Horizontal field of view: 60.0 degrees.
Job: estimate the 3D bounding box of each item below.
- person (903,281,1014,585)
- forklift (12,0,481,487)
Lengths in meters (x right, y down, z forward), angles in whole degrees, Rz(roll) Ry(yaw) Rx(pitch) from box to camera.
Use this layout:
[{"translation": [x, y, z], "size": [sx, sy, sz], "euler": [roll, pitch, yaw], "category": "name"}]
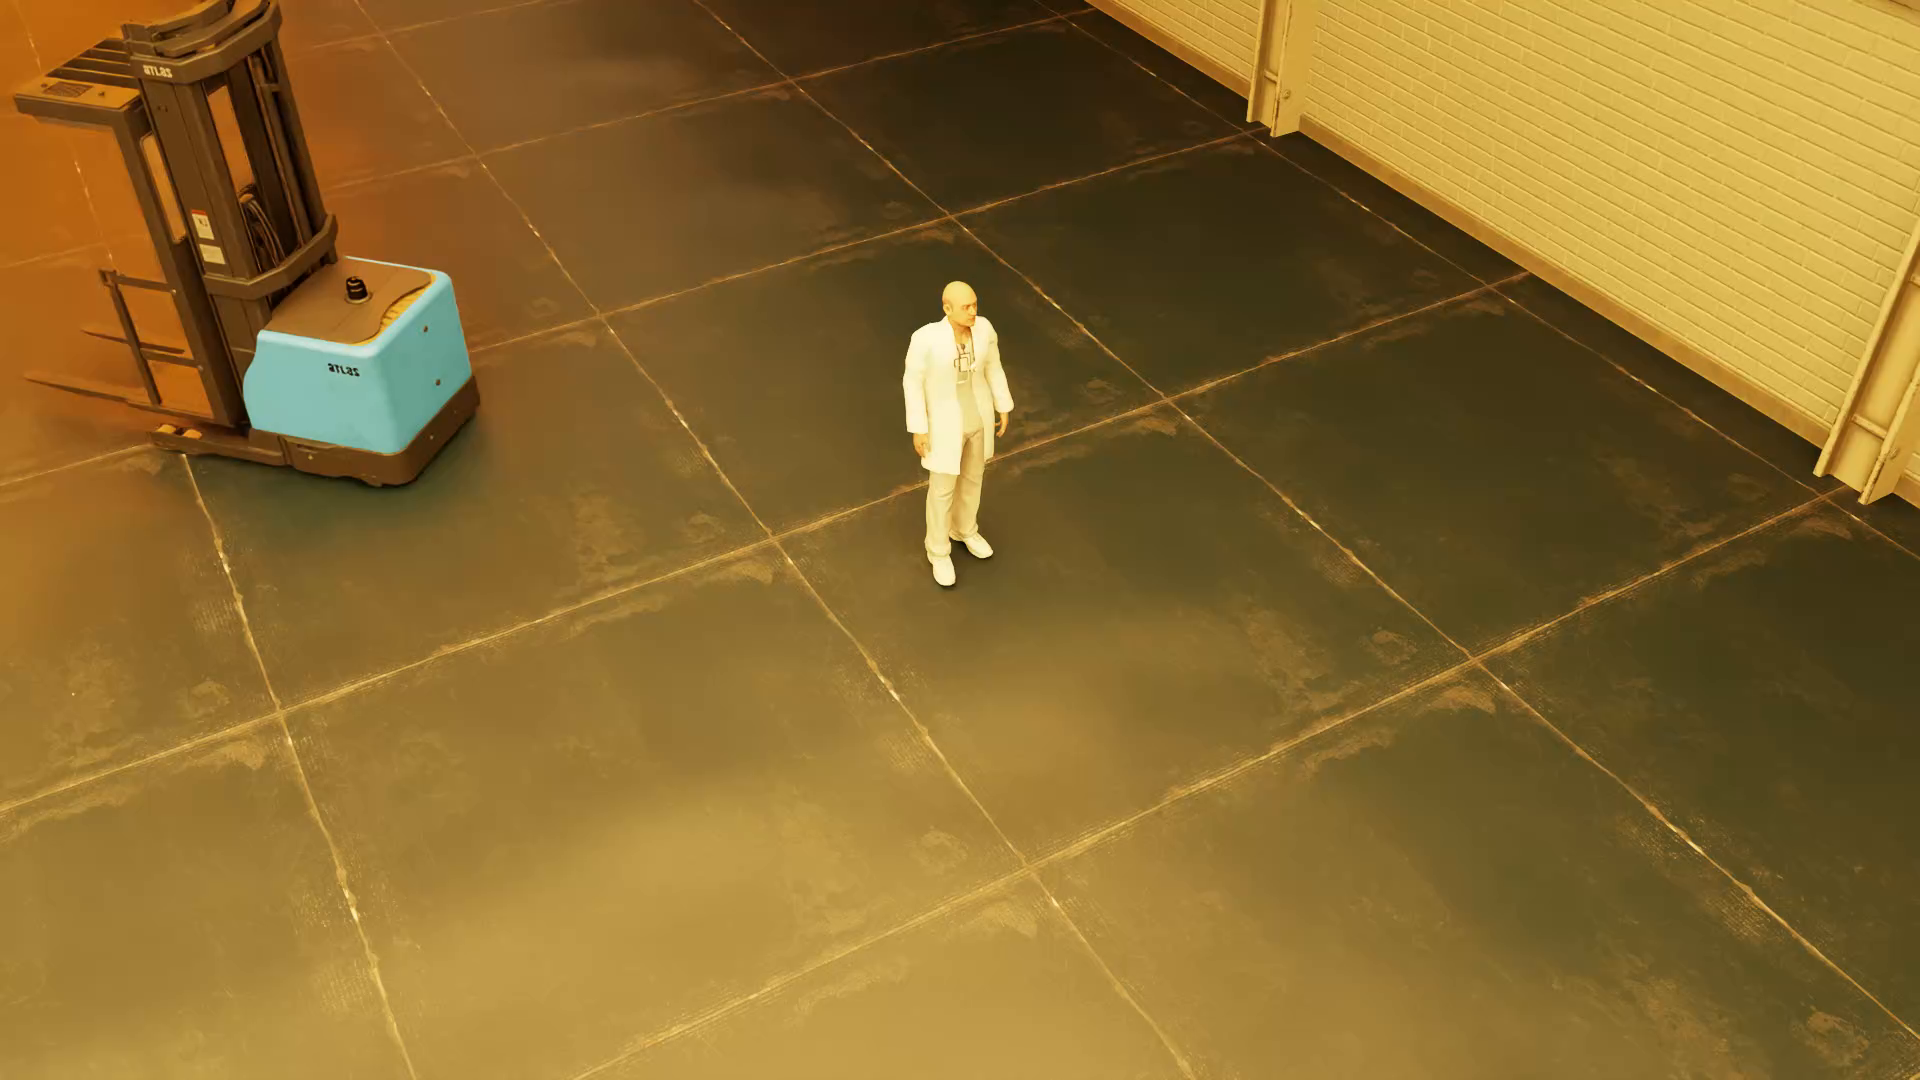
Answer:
[{"translation": [0.043, -0.638, 9.697], "size": [0.696, 1.778, 0.578], "euler": [-20, 44, -23], "category": "person"}, {"translation": [-4.846, -2.003, 10.451], "size": [3.031, 2.935, 1.130], "euler": [11, 41, 13], "category": "forklift"}]
